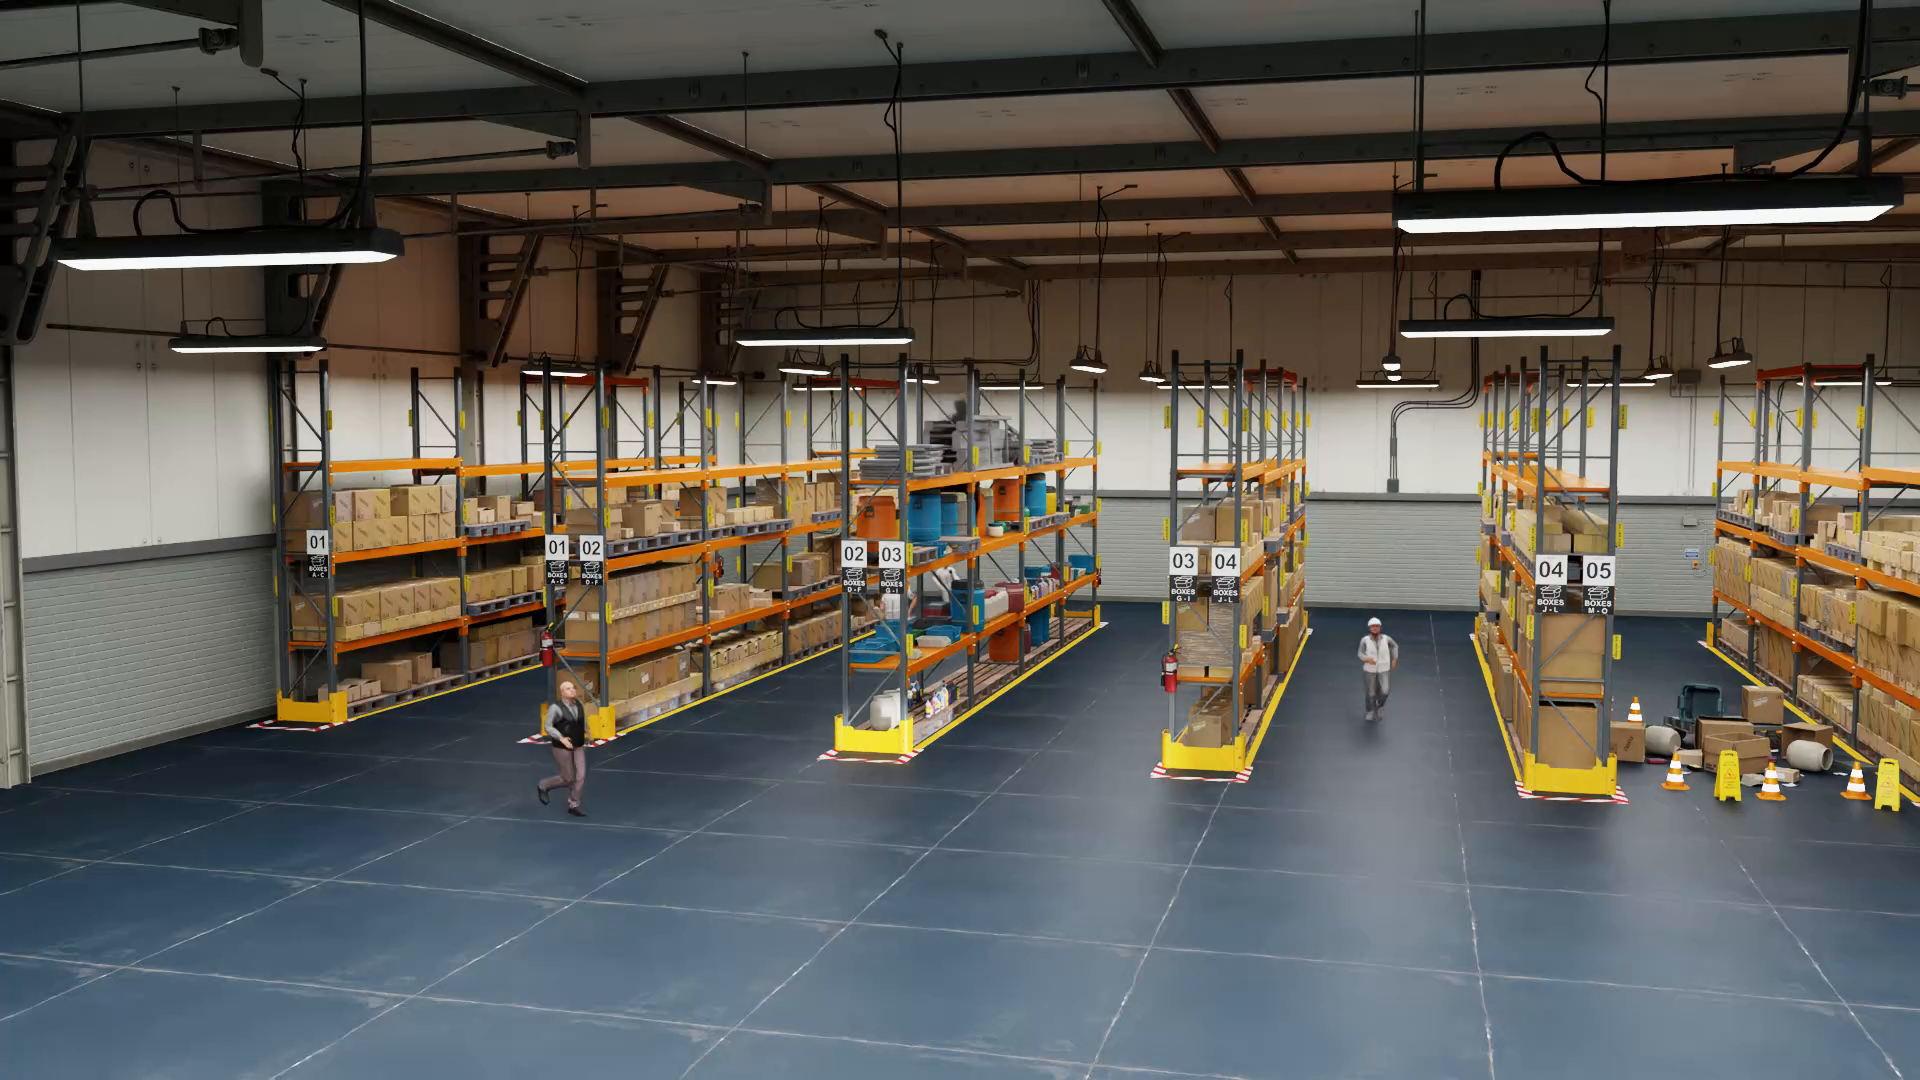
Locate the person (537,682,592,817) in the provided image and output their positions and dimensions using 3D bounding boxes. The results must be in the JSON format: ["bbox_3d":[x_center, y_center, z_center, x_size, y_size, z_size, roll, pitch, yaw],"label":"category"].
[{"bbox_3d":[-5.019,2.644,21.203,0.723,1.710,0.667,3,5,37],"label":"person"}]

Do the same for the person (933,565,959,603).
[{"bbox_3d":[-0.333,1.248,40.728,0.613,1.720,0.681,-1,4,-11],"label":"person"}]

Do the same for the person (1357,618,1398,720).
[{"bbox_3d":[6.897,2.147,27.465,0.680,1.728,0.794,1,4,9],"label":"person"}]

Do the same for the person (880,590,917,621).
[{"bbox_3d":[-1.233,1.530,32.088,0.670,1.786,0.886,1,4,18],"label":"person"}]
